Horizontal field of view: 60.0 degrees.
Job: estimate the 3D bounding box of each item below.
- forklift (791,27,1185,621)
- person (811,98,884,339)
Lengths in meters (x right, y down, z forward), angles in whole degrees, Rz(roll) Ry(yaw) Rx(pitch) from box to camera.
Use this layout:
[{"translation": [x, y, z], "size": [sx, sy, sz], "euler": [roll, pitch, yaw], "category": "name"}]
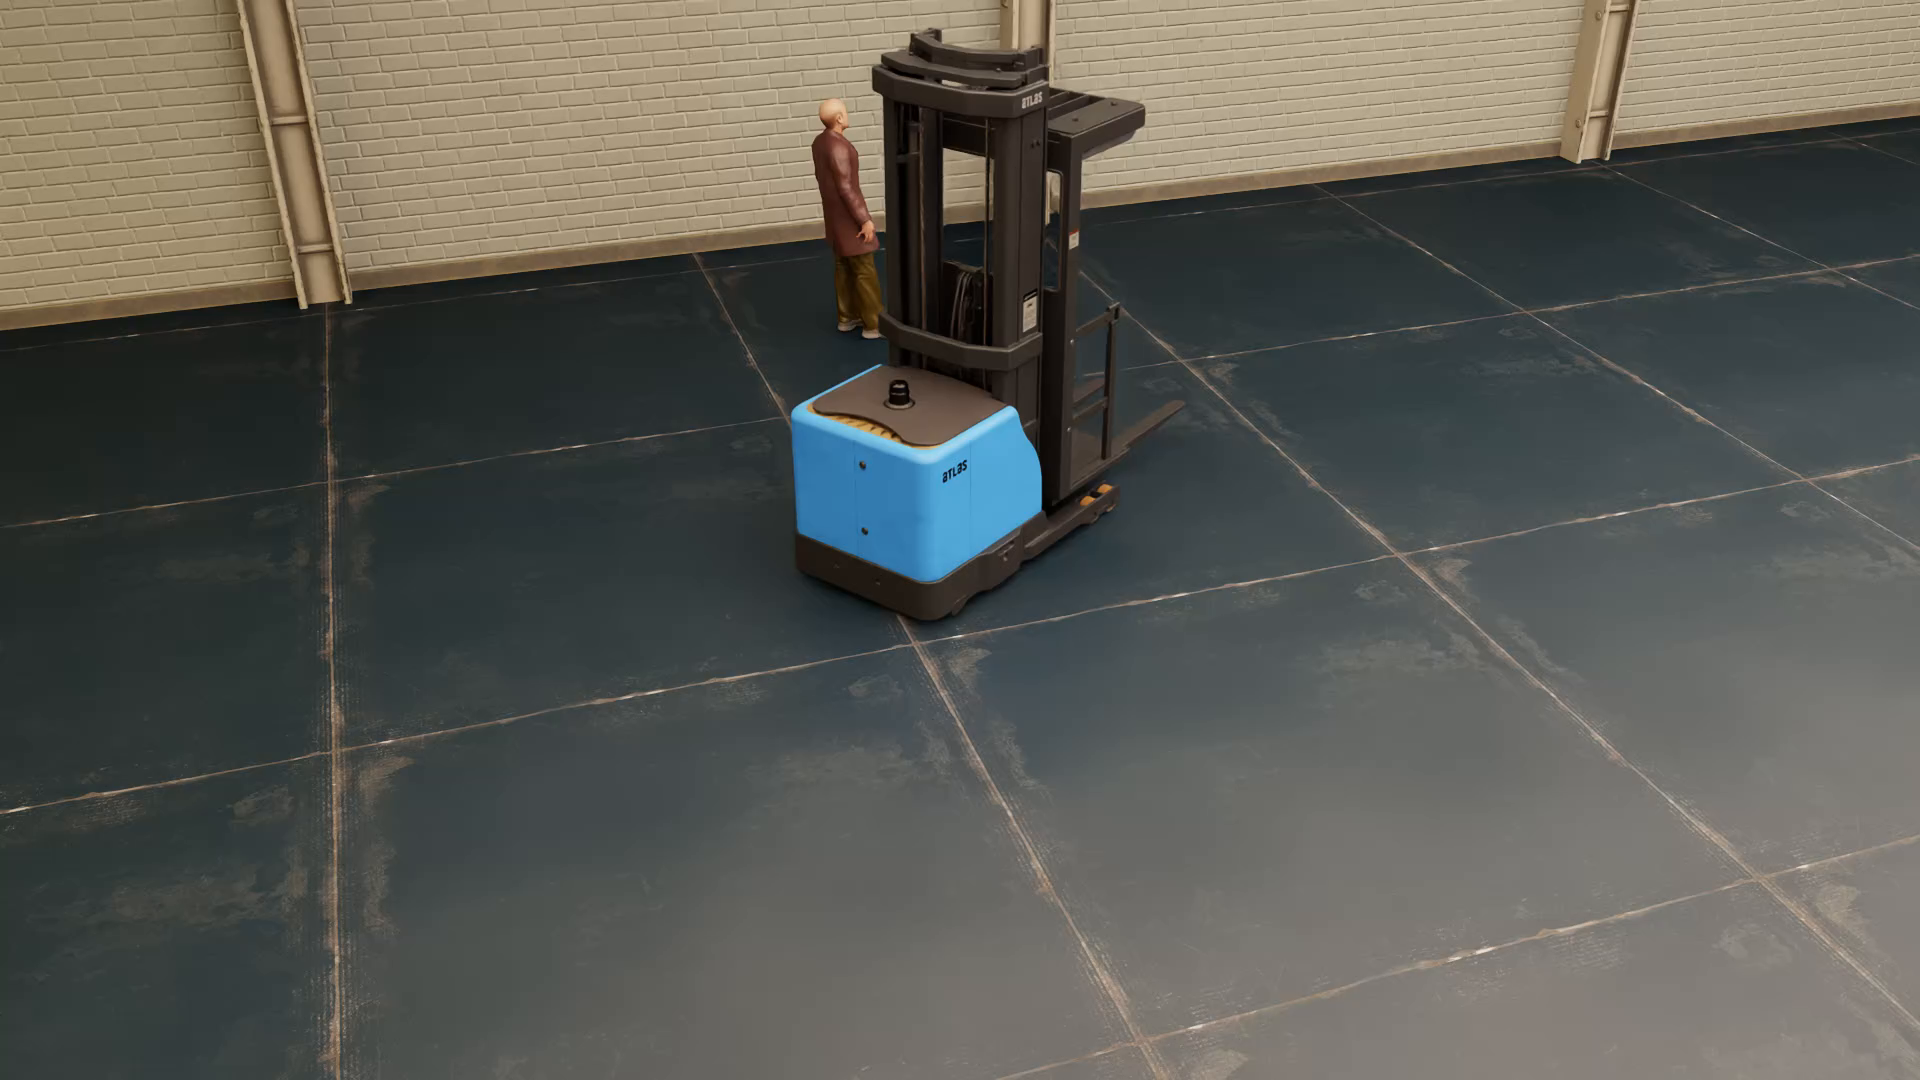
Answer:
[{"translation": [0.340, -1.504, 9.701], "size": [1.130, 2.935, 3.031], "euler": [21, 36, 32], "category": "forklift"}, {"translation": [-0.759, -2.418, 12.433], "size": [0.584, 1.775, 0.695], "euler": [-13, 32, -21], "category": "person"}]
